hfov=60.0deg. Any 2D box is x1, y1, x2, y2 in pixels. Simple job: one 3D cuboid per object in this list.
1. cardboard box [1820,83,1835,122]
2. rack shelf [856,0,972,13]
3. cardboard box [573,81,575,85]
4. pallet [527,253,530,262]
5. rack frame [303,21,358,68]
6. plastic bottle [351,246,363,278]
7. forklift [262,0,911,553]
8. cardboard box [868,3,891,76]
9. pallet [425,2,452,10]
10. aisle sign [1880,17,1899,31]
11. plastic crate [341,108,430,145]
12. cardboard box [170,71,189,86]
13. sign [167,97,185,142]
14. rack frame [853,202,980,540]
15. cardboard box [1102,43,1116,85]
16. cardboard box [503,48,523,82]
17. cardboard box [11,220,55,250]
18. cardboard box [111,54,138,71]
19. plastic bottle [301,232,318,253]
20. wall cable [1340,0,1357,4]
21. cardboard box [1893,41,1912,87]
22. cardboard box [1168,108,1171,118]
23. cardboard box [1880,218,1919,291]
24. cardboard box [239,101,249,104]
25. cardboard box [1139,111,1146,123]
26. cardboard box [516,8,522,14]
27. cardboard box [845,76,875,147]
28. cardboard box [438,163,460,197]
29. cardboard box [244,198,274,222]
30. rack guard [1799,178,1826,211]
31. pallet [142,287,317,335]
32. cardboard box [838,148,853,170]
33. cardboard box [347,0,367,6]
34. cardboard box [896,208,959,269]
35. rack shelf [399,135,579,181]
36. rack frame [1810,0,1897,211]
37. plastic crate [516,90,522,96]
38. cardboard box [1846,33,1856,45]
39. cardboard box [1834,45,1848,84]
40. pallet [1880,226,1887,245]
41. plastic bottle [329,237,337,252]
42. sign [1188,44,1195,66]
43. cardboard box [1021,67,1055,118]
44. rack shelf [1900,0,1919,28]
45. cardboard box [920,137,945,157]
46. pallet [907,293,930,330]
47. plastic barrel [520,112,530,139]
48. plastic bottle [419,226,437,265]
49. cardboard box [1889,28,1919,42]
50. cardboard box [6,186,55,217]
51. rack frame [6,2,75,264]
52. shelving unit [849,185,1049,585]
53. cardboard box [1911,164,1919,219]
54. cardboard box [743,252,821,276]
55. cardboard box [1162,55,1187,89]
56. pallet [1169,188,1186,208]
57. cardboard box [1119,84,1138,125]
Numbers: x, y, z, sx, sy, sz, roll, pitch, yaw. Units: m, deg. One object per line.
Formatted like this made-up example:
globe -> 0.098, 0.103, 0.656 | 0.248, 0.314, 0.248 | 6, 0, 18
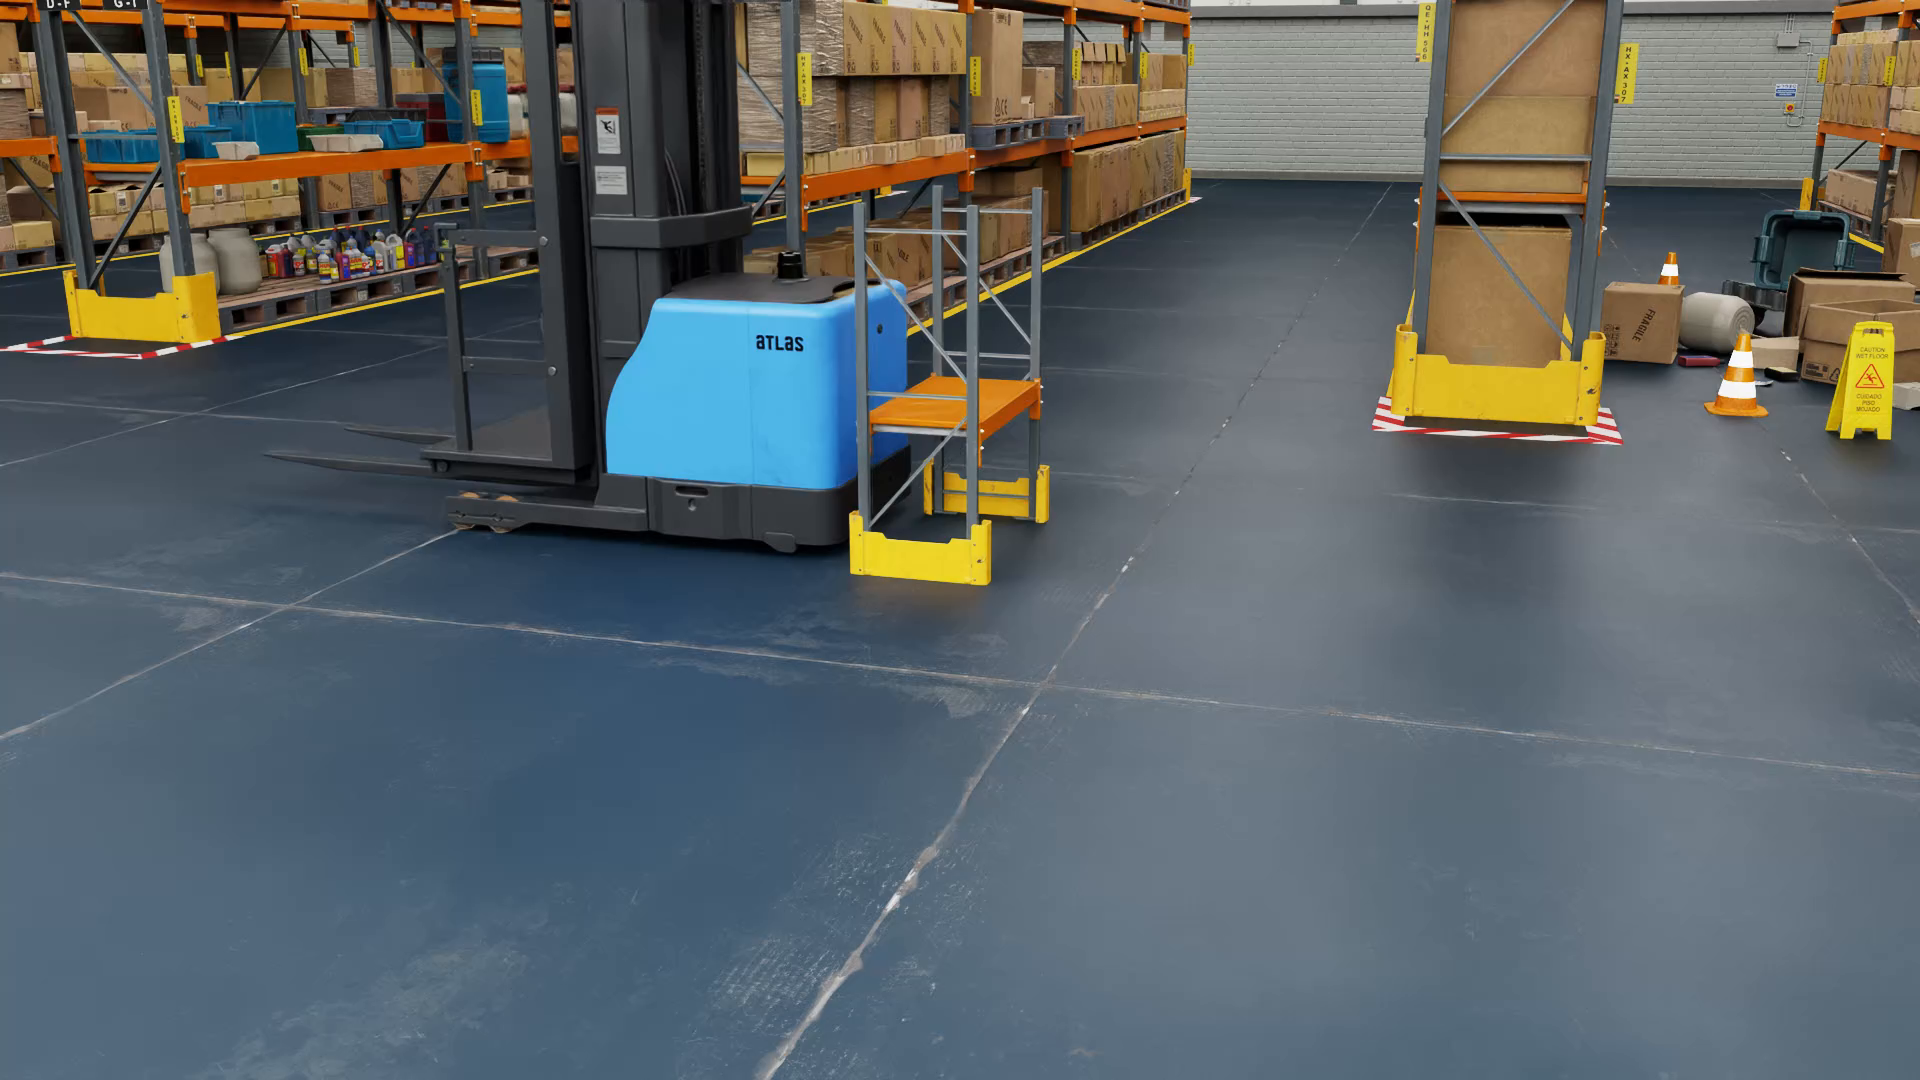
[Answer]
cardboard box -> 12.108, -5.973, 22.708 | 0.500, 0.500, 0.500 | 4, 16, 15
rack shelf -> -0.961, -4.231, 12.570 | 1.077, 0.370, 4.000 | 5, 16, 16
cardboard box -> -6.489, -7.340, 27.526 | 0.500, 0.500, 0.500 | 5, 17, 16
pallet -> -4.610, -3.228, 18.325 | 1.003, 0.211, 1.213 | 5, 16, 16
rack frame -> -11.229, -7.949, 29.858 | 1.000, 3.000, 0.127 | 5, 16, 16
plastic bottle -> -5.338, -2.460, 14.699 | 0.097, 0.271, 0.097 | 0, 16, 0
forklift -> -1.804, -1.570, 7.493 | 3.031, 2.935, 1.130 | 5, 17, 17
cardboard box -> -0.822, -3.667, 12.200 | 0.500, 0.500, 0.500 | 5, 16, 16
pallet -> -7.868, -7.707, 23.851 | 1.213, 0.211, 1.003 | 5, 16, 16
aisle sign -> 12.837, -7.274, 22.712 | 0.394, 0.787, 0.004 | 5, 16, 16
plastic crate -> -5.412, -3.884, 15.641 | 0.767, 0.338, 0.504 | 5, 16, 16
cardboard box -> -12.256, -6.963, 25.616 | 0.500, 0.500, 0.500 | 4, 16, 15
sign -> -5.751, -3.084, 12.199 | 0.100, 0.325, 0.005 | 5, 16, 16
rack frame -> -0.169, -0.566, 6.577 | 0.500, 1.500, 0.032 | 5, 16, 16
cardboard box -> 1.502, -5.935, 20.734 | 0.797, 0.503, 0.637 | 5, 17, 16
cardboard box -> -7.066, -7.285, 25.501 | 0.500, 0.500, 0.500 | 4, 16, 14
cardboard box -> -9.811, -3.167, 17.269 | 0.500, 0.250, 0.500 | 5, 16, 16
cardboard box -> -12.553, -7.056, 24.569 | 0.500, 0.250, 0.500 | 5, 17, 17
plastic bottle -> -5.943, -2.639, 15.185 | 0.144, 0.351, 0.185 | 4, 16, 15
wall cable -> 7.930, -12.443, 28.811 | 2.277, 5.999, 0.120 | 5, 16, 16
cardboard box -> 10.982, -5.418, 18.919 | 0.500, 0.500, 0.500 | 5, 17, 17
cardboard box -> 2.871, -6.222, 24.229 | 0.380, 0.149, 0.250 | 5, 16, 16
cardboard box -> 7.394, -2.181, 12.714 | 0.500, 0.500, 0.500 | 5, 16, 16
cardboard box -> -8.898, -5.338, 20.816 | 0.500, 0.311, 0.500 | 6, 17, 19
cardboard box -> 2.284, -5.681, 22.322 | 0.380, 0.149, 0.250 | 5, 16, 16
cardboard box -> -6.951, -8.260, 25.730 | 0.500, 0.250, 0.500 | 5, 16, 16
cardboard box -> -1.136, -3.211, 12.426 | 0.875, 0.500, 0.500 | 5, 16, 16
cardboard box -> -7.630, -5.248, 24.111 | 0.500, 0.500, 0.500 | 5, 16, 16
cardboard box -> -8.811, -4.060, 20.417 | 0.500, 0.250, 0.500 | 4, 16, 15
rack guard -> 12.526, -4.832, 23.449 | 1.175, 0.500, 0.348 | 5, 16, 16
pallet -> -6.065, -1.889, 13.602 | 1.003, 0.211, 1.213 | 5, 16, 16
cardboard box -> -0.993, -2.741, 11.957 | 0.380, 0.149, 0.250 | 5, 16, 16
cardboard box -> -8.368, -7.350, 22.066 | 0.910, 0.500, 0.500 | 5, 16, 16
cardboard box -> -0.197, -2.825, 15.568 | 0.700, 0.500, 0.500 | 3, 16, 12
rack shelf -> -4.573, -4.218, 18.023 | 1.077, 0.370, 4.000 | 5, 16, 16
rack frame -> 12.519, -6.028, 23.086 | 1.000, 3.000, 0.127 | 5, 16, 16
plastic crate -> -4.757, -4.720, 18.354 | 0.402, 0.464, 0.583 | 5, 16, 16
cardboard box -> 11.906, -6.595, 21.878 | 0.380, 0.149, 0.250 | 4, 16, 14
cardboard box -> 11.970, -6.318, 22.092 | 0.500, 0.500, 0.500 | 4, 16, 14
pallet -> 11.236, -3.432, 19.044 | 1.003, 0.211, 1.213 | 5, 16, 16
plastic bottle -> -5.828, -2.671, 15.442 | 0.097, 0.271, 0.097 | 0, 16, 0
sign -> 3.534, -7.422, 25.443 | 0.100, 0.325, 0.005 | 5, 16, 16
cardboard box -> 0.567, -4.656, 17.294 | 0.700, 0.500, 0.500 | 7, 17, 24
rack shelf -> 10.814, -5.555, 17.240 | 1.077, 0.370, 4.000 | 5, 16, 16
cardboard box -> -0.344, -3.258, 13.779 | 0.380, 0.149, 0.250 | 5, 16, 16
pallet -> -0.894, -1.817, 13.349 | 1.003, 0.211, 1.213 | 5, 16, 16
plastic barrel -> -4.618, -4.309, 17.278 | 0.301, 0.262, 0.301 | 0, 16, 0
plastic bottle -> -5.048, -2.788, 15.709 | 0.144, 0.351, 0.185 | 4, 16, 14
cardboard box -> 11.165, -5.928, 19.528 | 0.380, 0.149, 0.250 | 4, 16, 15
cardboard box -> -10.049, -3.704, 18.131 | 0.500, 0.311, 0.500 | 5, 16, 16
rack frame -> -9.889, -4.426, 17.438 | 1.000, 3.000, 0.127 | 5, 16, 16
shelving unit -> -0.022, -0.702, 7.054 | 0.587, 1.500, 1.083 | 5, 16, 16
cardboard box -> 11.034, -3.756, 18.200 | 0.875, 0.875, 0.875 | 5, 17, 17
cardboard box -> -1.335, -1.772, 11.892 | 0.500, 0.500, 0.500 | 8, 18, 26
cardboard box -> 3.132, -7.081, 25.151 | 0.500, 0.500, 0.500 | 5, 17, 17
pallet -> 2.866, -5.240, 25.417 | 1.003, 0.211, 1.213 | 5, 16, 16
cardboard box -> 2.010, -5.655, 21.586 | 0.500, 0.500, 0.500 | 5, 16, 16
